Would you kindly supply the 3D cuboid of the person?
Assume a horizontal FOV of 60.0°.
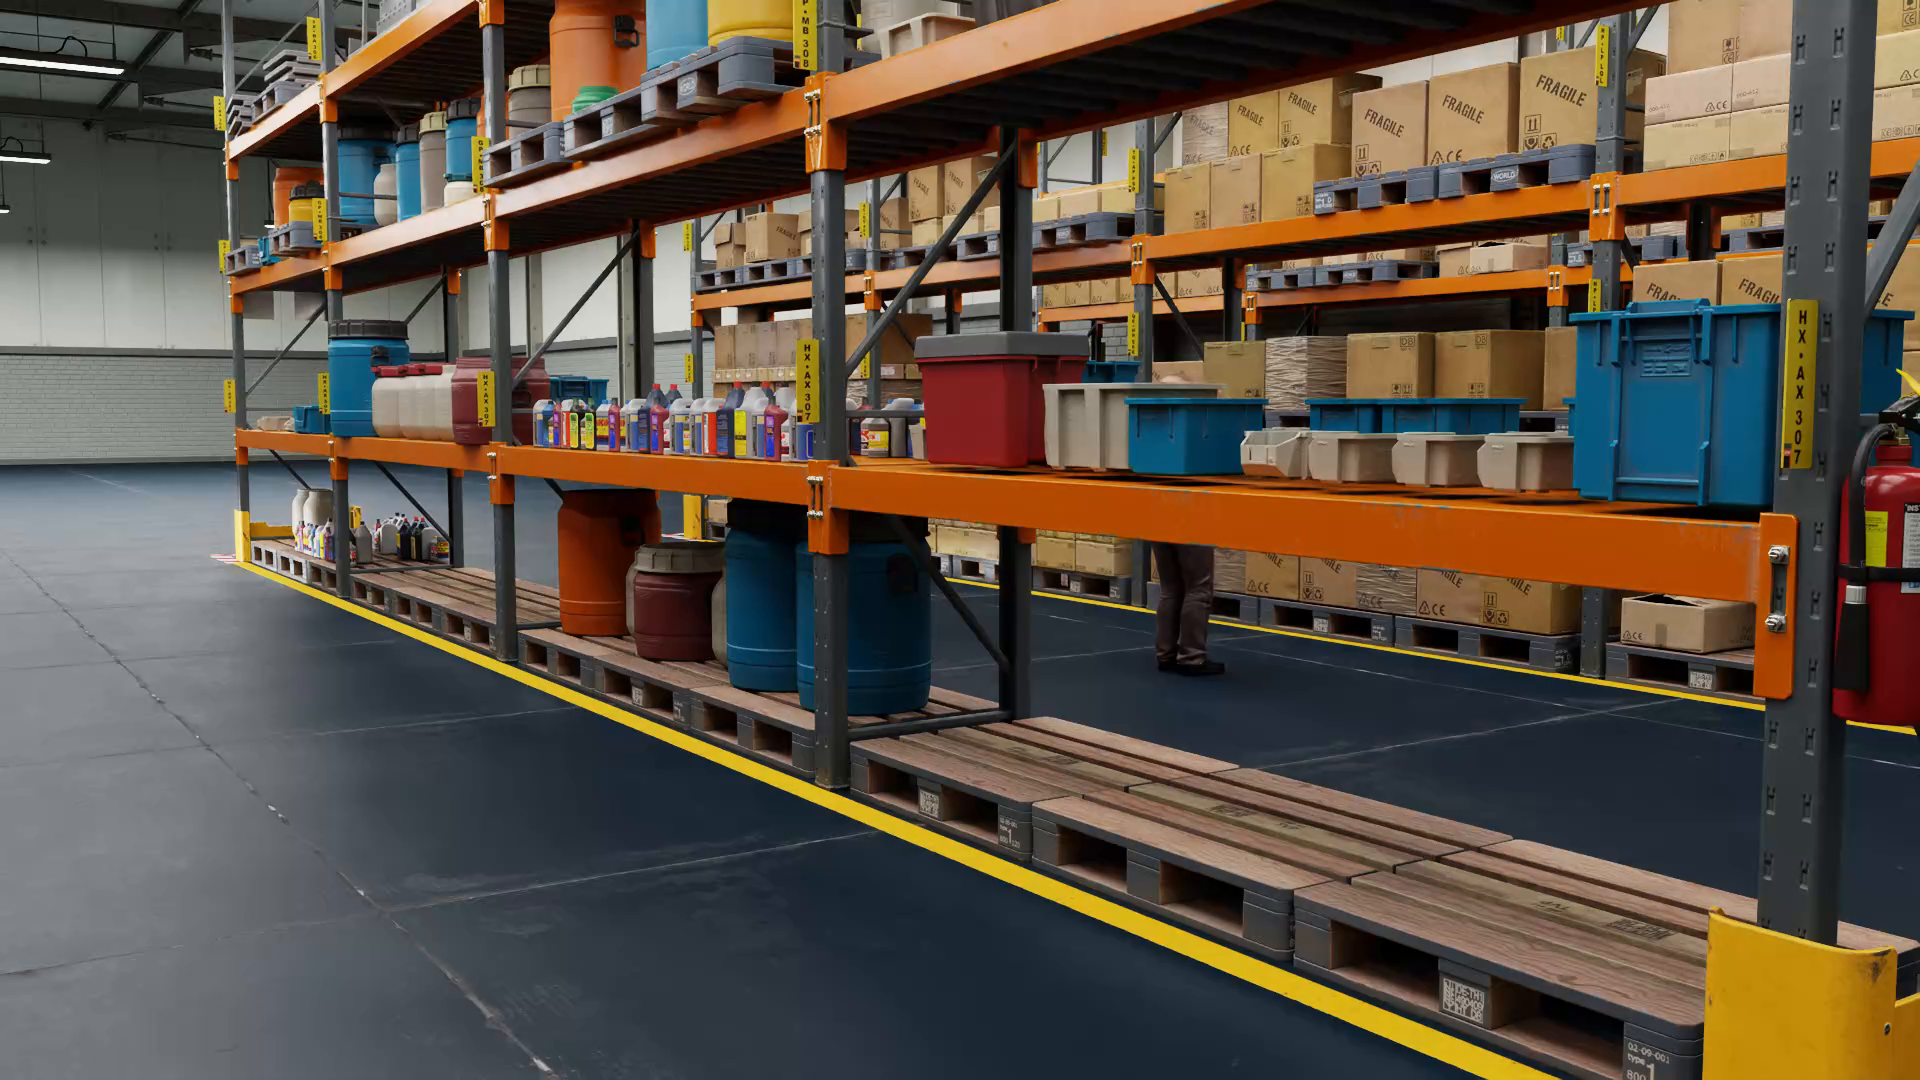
[{"bbox_3d":[1.330,-0.092,9.647,0.545,1.715,0.494,-3,5,-33],"label":"person"}]
